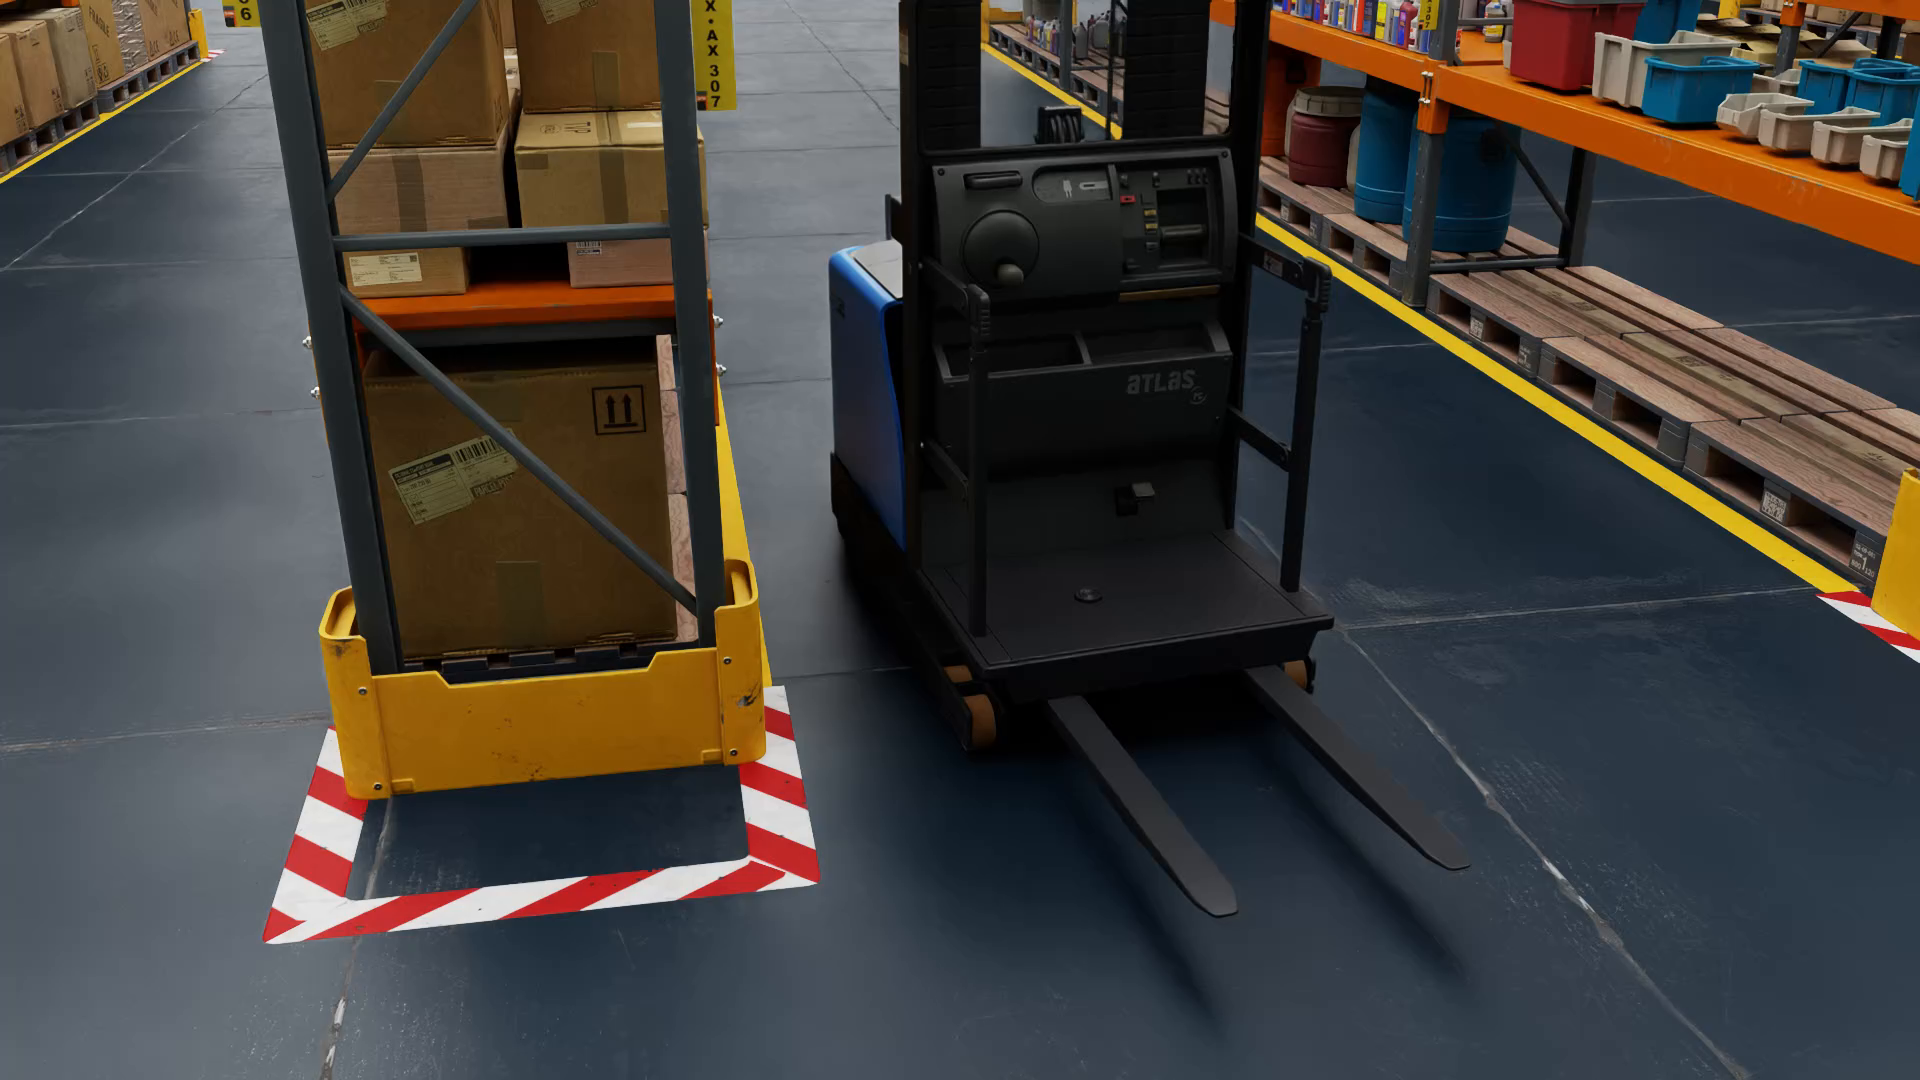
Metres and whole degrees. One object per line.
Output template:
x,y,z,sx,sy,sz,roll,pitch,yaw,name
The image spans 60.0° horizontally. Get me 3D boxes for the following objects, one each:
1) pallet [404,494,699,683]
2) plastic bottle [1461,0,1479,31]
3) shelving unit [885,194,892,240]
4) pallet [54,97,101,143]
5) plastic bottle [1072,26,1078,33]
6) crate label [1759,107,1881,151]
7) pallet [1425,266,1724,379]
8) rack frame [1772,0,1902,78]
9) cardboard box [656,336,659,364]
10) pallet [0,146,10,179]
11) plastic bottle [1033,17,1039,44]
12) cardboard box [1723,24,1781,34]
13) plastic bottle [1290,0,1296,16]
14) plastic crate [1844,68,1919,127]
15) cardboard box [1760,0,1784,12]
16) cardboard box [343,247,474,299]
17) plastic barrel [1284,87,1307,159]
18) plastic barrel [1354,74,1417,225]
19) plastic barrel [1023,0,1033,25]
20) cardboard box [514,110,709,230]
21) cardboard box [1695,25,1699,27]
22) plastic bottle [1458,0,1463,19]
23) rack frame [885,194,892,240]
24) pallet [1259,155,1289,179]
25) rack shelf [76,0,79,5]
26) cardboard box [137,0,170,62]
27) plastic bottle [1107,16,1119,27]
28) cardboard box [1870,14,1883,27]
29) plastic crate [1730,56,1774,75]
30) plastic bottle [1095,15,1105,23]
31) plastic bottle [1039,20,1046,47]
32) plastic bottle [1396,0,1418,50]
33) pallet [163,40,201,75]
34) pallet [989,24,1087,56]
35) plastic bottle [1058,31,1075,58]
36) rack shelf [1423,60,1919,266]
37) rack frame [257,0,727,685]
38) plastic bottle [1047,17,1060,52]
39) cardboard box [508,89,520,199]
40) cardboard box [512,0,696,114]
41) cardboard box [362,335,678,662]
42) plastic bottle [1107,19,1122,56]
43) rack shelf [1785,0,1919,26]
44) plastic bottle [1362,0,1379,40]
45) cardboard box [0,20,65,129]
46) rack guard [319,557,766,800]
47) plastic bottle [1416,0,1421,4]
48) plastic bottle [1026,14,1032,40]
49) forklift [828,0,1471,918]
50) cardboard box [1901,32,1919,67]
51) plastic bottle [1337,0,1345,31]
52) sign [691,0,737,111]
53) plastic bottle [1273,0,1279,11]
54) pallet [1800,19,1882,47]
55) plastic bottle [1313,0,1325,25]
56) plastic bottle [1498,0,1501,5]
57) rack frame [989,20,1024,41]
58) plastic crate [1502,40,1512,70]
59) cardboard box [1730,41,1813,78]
-1.389,0.199,5.531,1.003,0.211,1.213,-4,24,-10,pallet
3.081,-3.228,10.048,0.152,0.276,0.135,-4,24,-10,plastic bottle
-0.136,-0.719,6.398,0.258,1.200,0.189,-7,25,-16,shelving unit
-8.059,-3.587,14.200,1.003,0.211,1.213,-4,24,-10,pallet
1.188,-5.139,17.122,0.152,0.276,0.135,-4,24,-10,plastic bottle
3.260,-1.574,6.360,0.396,0.136,0.243,-4,24,-10,crate label
3.138,-1.146,8.611,1.003,0.211,1.213,-4,24,-10,pallet
7.093,-4.649,13.147,1.000,3.000,0.127,-4,24,-10,rack frame
-1.860,-1.297,7.602,0.875,0.875,0.875,-4,24,-10,cardboard box
-7.608,-2.628,12.003,1.003,0.211,1.213,-4,24,-10,pallet
0.837,-5.511,17.979,0.097,0.271,0.097,0,24,0,plastic bottle
7.087,-4.473,14.953,0.500,0.311,0.500,-5,24,-11,cardboard box
2.195,-3.529,10.743,0.097,0.271,0.097,0,24,0,plastic bottle
3.738,-1.727,6.591,0.416,0.233,0.300,-4,24,-10,plastic crate
10.520,-6.854,21.006,0.500,0.311,0.500,-7,25,-16,cardboard box
-1.554,-0.771,4.582,0.380,0.149,0.250,-4,24,-9,cardboard box
2.524,-2.929,11.793,0.421,0.512,0.421,0,24,0,plastic barrel
2.749,-2.435,10.175,0.600,0.901,0.708,-4,24,-10,plastic barrel
0.942,-6.230,19.349,0.421,0.512,0.421,0,24,0,plastic barrel
-0.988,-1.047,4.715,0.500,0.250,0.500,-5,24,-11,cardboard box
6.470,-4.626,15.304,0.500,0.311,0.500,-4,24,-8,cardboard box
2.932,-3.217,10.022,0.152,0.276,0.135,-4,24,-10,plastic bottle
-0.164,-0.754,6.478,0.240,1.200,0.006,-7,25,-16,rack frame
2.411,-2.699,12.166,1.003,0.211,1.213,-4,24,-10,pallet
-8.646,-5.620,16.269,1.077,0.370,4.000,-4,24,-10,rack shelf
-8.661,-5.348,16.876,0.875,0.875,0.875,-5,24,-11,cardboard box
1.629,-5.434,17.705,0.144,0.351,0.185,-4,24,-10,plastic bottle
10.945,-6.116,19.518,0.380,0.149,0.250,-6,24,-14,cardboard box
3.435,-2.191,7.789,0.437,0.125,0.590,-4,24,-10,plastic crate
1.535,-5.593,18.161,0.152,0.276,0.135,-4,24,-9,plastic bottle
0.893,-5.392,17.706,0.097,0.271,0.097,0,24,0,plastic bottle
2.486,-2.876,9.232,0.061,0.283,0.133,-4,24,-10,plastic bottle
-8.791,-5.150,17.778,1.003,0.211,1.213,-4,24,-10,pallet
0.950,-5.806,19.280,1.003,0.211,1.213,-4,24,-10,pallet
1.082,-5.077,16.886,0.144,0.351,0.185,-5,24,-11,plastic bottle
3.334,-1.594,7.051,1.077,0.370,4.000,-4,24,-10,rack shelf
-1.164,-0.770,4.266,1.000,3.000,0.127,-4,24,-10,rack frame
0.987,-5.279,17.350,0.144,0.351,0.185,-4,24,-10,plastic bottle
-1.608,-1.209,5.085,0.500,0.250,0.500,-5,24,-11,cardboard box
-1.080,-1.587,5.015,0.500,0.500,0.500,-5,24,-11,cardboard box
-1.361,-0.235,5.170,0.875,0.875,0.875,-4,24,-10,cardboard box
1.601,-5.182,17.128,0.144,0.351,0.185,-4,24,-10,plastic bottle
7.463,-3.533,11.489,1.077,0.370,4.000,-4,24,-10,rack shelf
2.438,-3.098,9.657,0.144,0.351,0.185,-4,24,-10,plastic bottle
-7.898,-3.707,13.277,1.050,0.750,0.750,-4,24,-10,cardboard box
-1.160,0.384,4.745,1.175,0.500,0.348,-4,24,-10,rack guard
2.614,-3.036,9.515,0.144,0.351,0.185,-4,24,-10,plastic bottle
0.774,-5.646,18.288,0.097,0.271,0.097,0,24,0,plastic bottle
0.440,-0.908,4.667,1.130,2.935,3.031,-7,25,-16,forklift
7.511,-3.676,12.556,0.500,0.250,0.500,-3,24,-8,cardboard box
2.339,-3.189,10.052,0.097,0.201,0.097,0,24,0,plastic bottle
-0.618,-1.242,4.166,0.100,0.325,0.005,-4,24,-10,sign
2.134,-3.658,11.038,0.097,0.271,0.097,0,24,0,plastic bottle
10.833,-6.055,19.850,1.003,0.211,1.213,-4,24,-10,pallet
2.257,-3.362,10.345,0.061,0.283,0.133,-4,24,-10,plastic bottle
3.172,-3.059,9.756,0.097,0.201,0.097,0,24,0,plastic bottle
0.745,-7.430,19.515,1.000,3.000,0.127,-4,24,-10,rack frame
2.909,-2.423,8.305,0.396,0.136,0.243,-4,24,-10,plastic crate
6.754,-4.026,13.931,0.500,0.311,0.500,-4,24,-8,cardboard box
